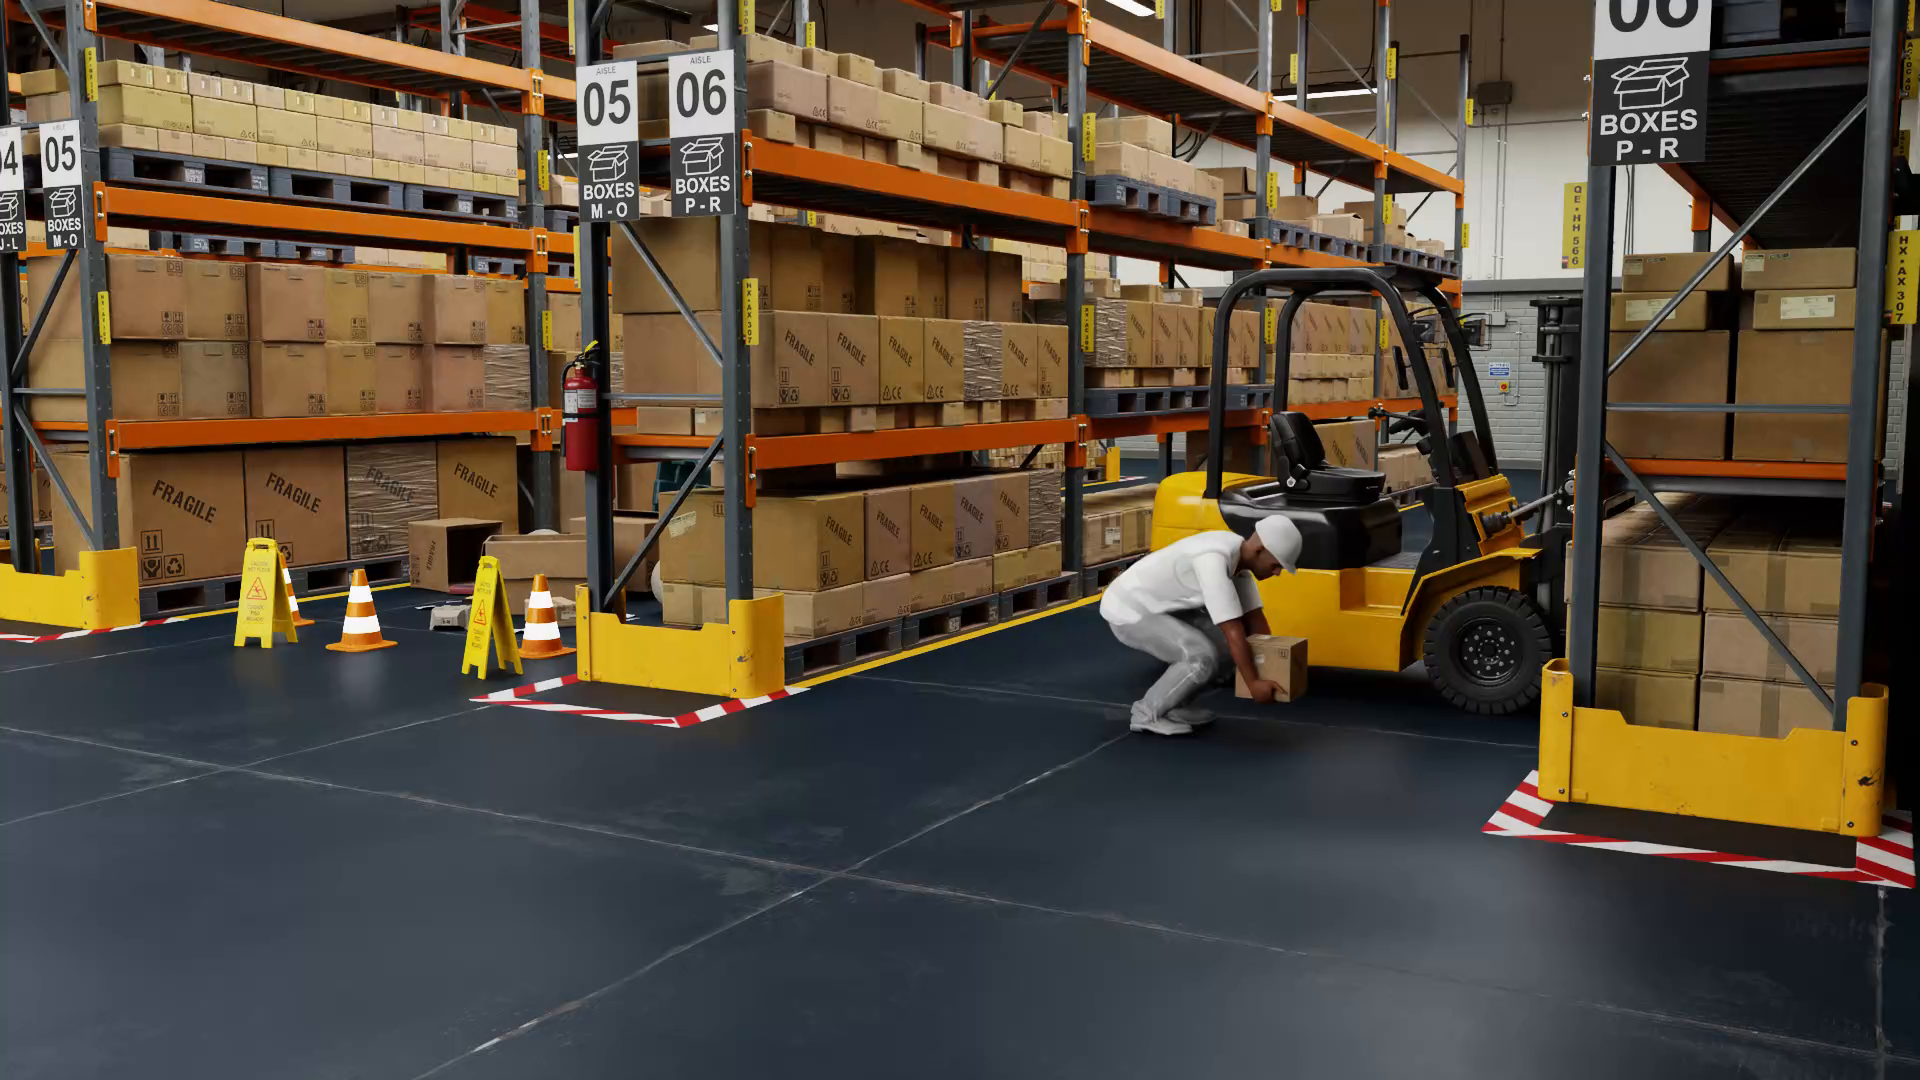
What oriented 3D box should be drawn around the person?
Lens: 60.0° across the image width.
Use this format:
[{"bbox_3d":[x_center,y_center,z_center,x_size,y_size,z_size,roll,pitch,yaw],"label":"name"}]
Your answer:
[{"bbox_3d":[1.111,0.376,7.599,0.911,1.010,0.536,3,7,27],"label":"person"}]
